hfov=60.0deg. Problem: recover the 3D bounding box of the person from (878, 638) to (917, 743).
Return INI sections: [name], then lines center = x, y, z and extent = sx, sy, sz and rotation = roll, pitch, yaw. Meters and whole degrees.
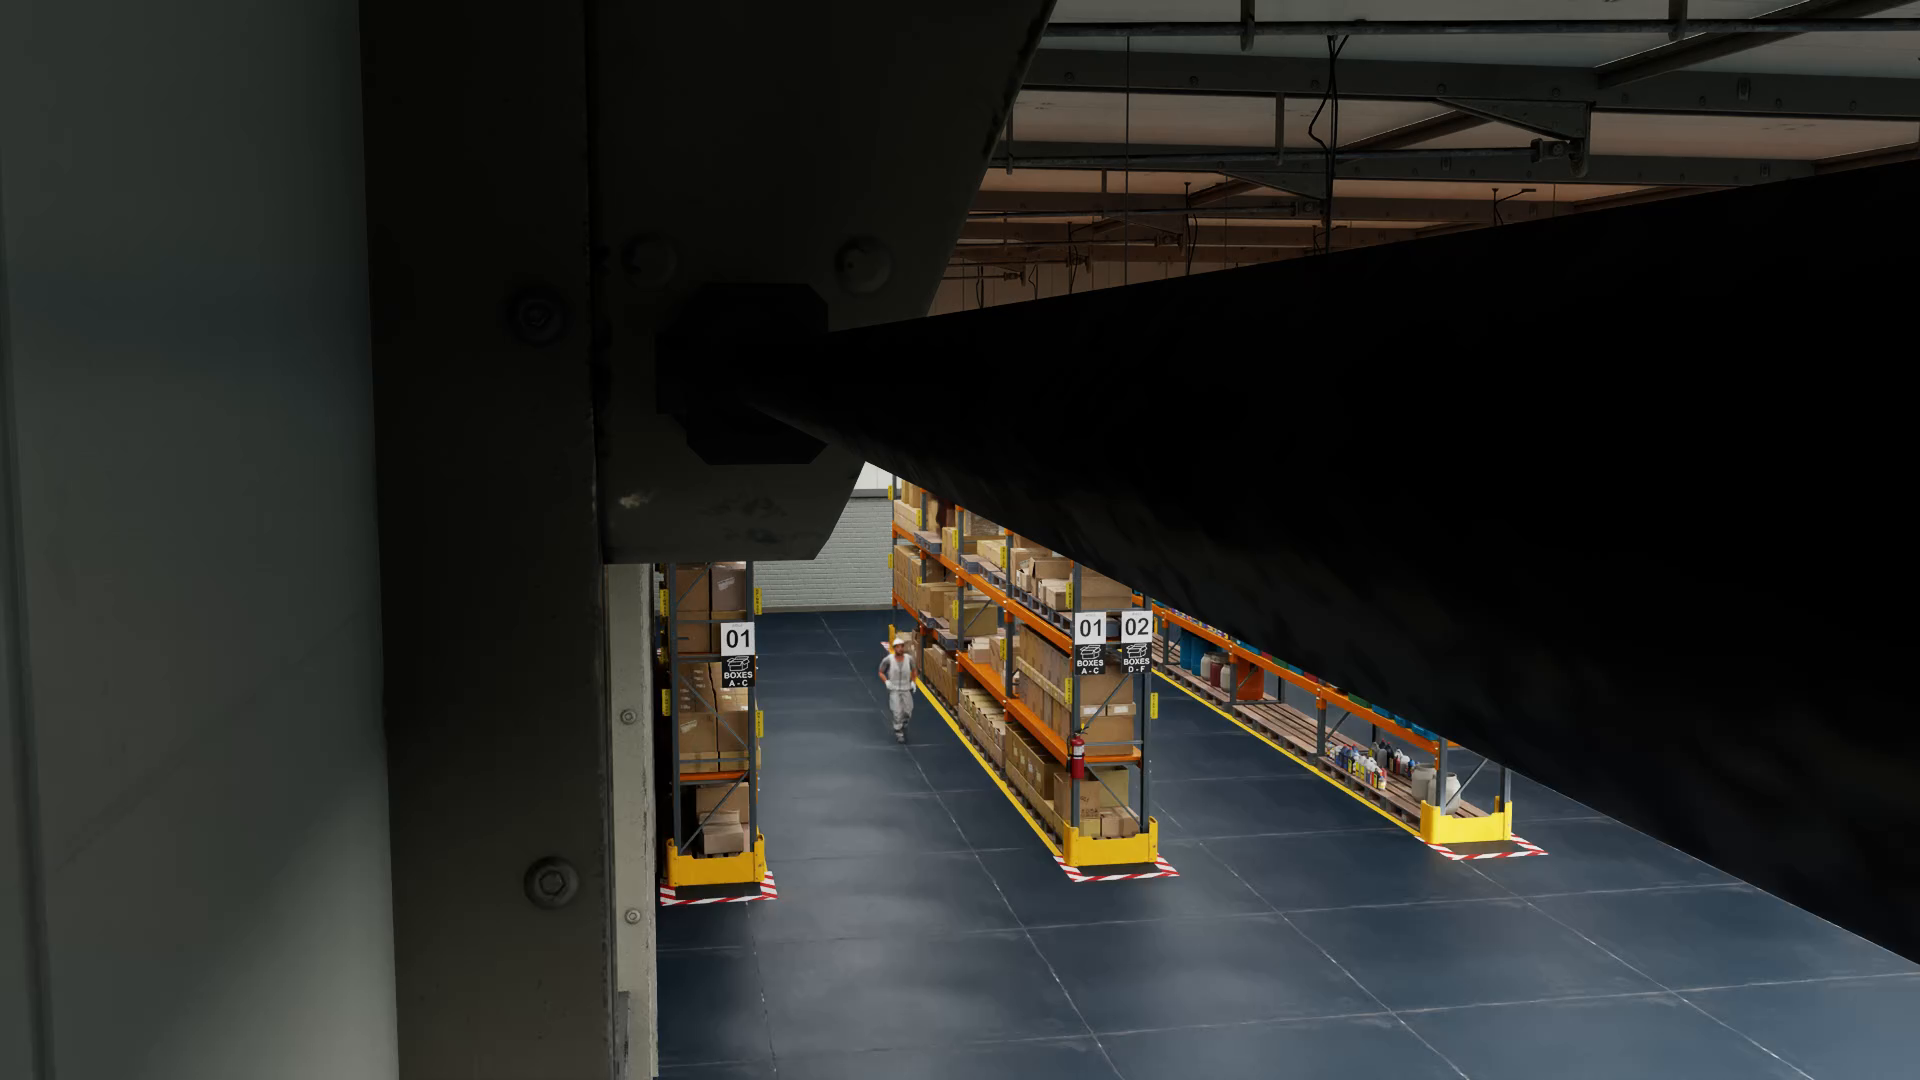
[person]
center = -1.020, 2.488, 27.523
extent = 0.659, 1.744, 0.590
rotation = -1, 6, -11
